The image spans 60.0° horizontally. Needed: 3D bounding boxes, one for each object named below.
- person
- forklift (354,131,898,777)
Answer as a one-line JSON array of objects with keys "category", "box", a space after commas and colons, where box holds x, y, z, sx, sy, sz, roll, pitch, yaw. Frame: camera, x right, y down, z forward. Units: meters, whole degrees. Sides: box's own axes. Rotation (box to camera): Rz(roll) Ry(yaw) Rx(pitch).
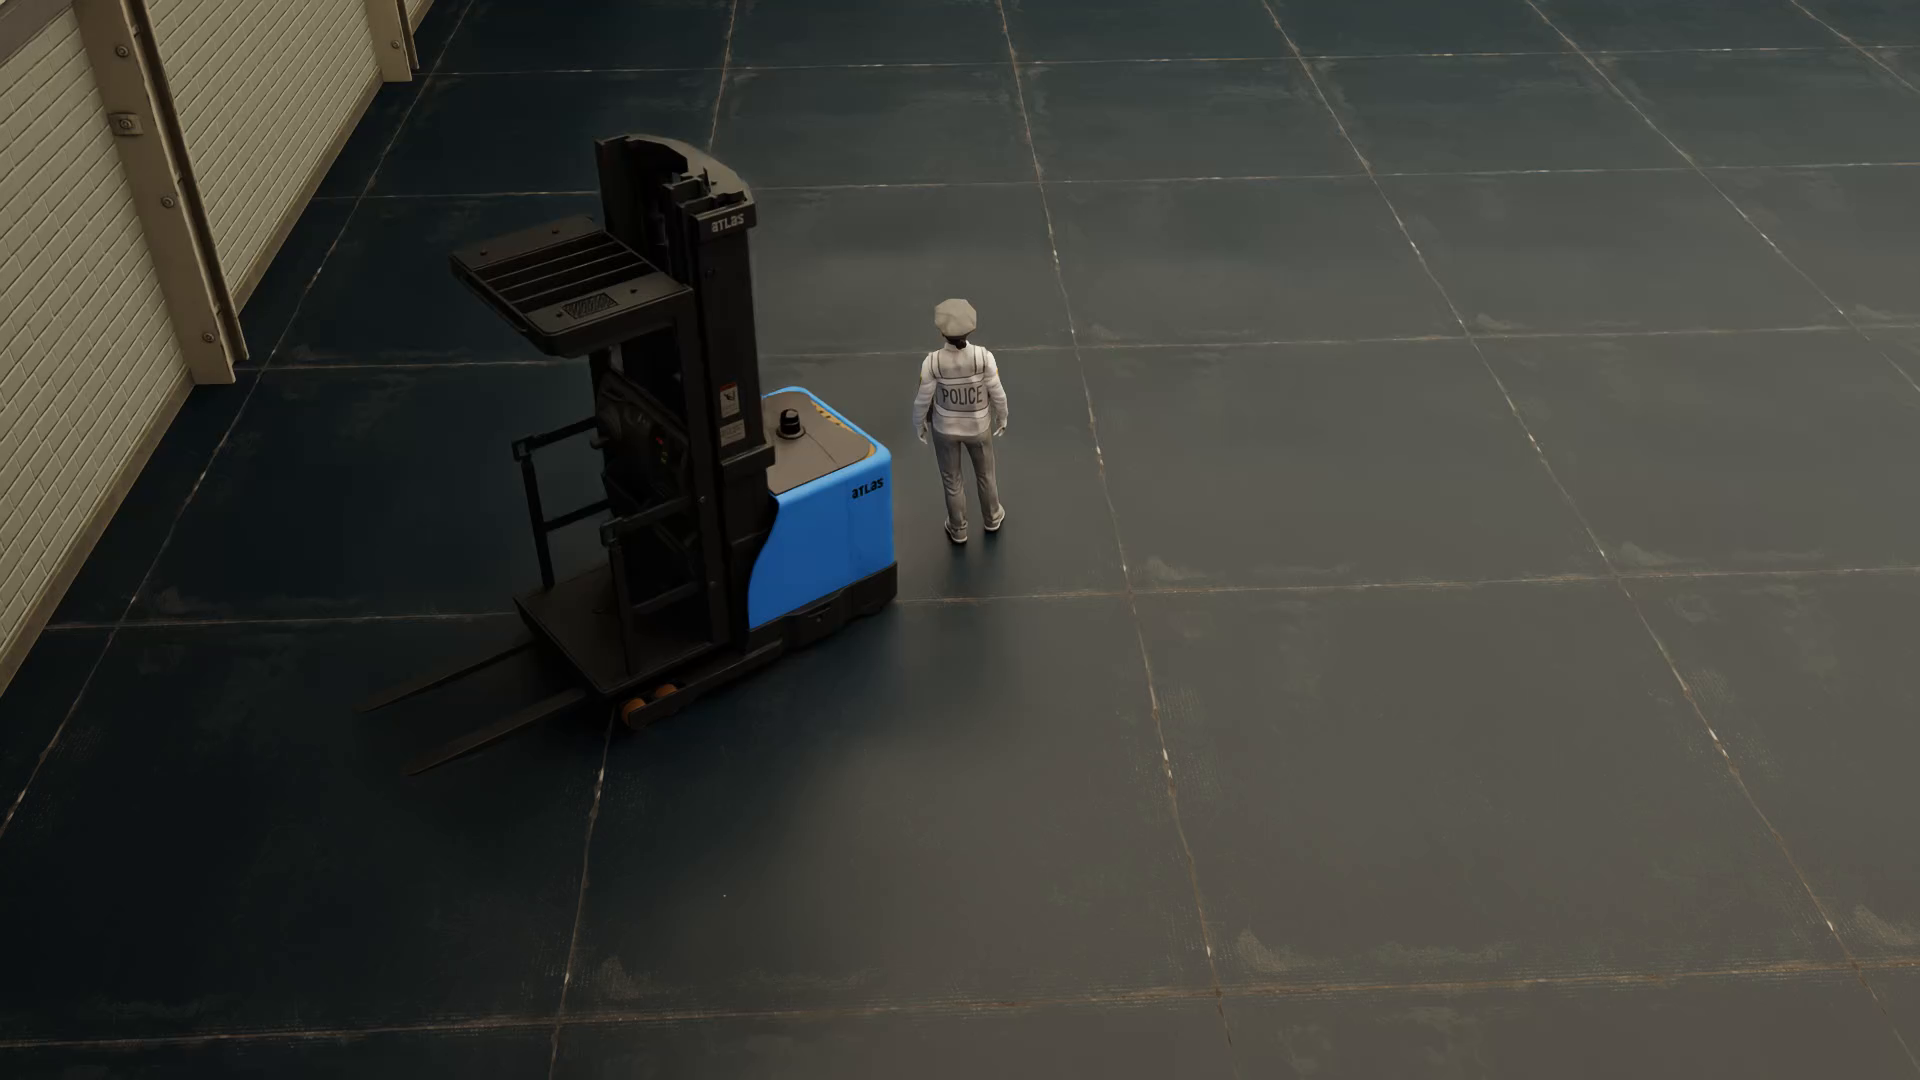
[{"category": "person", "box": [0.004, -0.731, 10.053, 0.586, 1.694, 0.530, -2, 36, -2]}, {"category": "forklift", "box": [-1.843, -0.504, 8.703, 3.031, 2.935, 1.130, -25, 43, -30]}]
